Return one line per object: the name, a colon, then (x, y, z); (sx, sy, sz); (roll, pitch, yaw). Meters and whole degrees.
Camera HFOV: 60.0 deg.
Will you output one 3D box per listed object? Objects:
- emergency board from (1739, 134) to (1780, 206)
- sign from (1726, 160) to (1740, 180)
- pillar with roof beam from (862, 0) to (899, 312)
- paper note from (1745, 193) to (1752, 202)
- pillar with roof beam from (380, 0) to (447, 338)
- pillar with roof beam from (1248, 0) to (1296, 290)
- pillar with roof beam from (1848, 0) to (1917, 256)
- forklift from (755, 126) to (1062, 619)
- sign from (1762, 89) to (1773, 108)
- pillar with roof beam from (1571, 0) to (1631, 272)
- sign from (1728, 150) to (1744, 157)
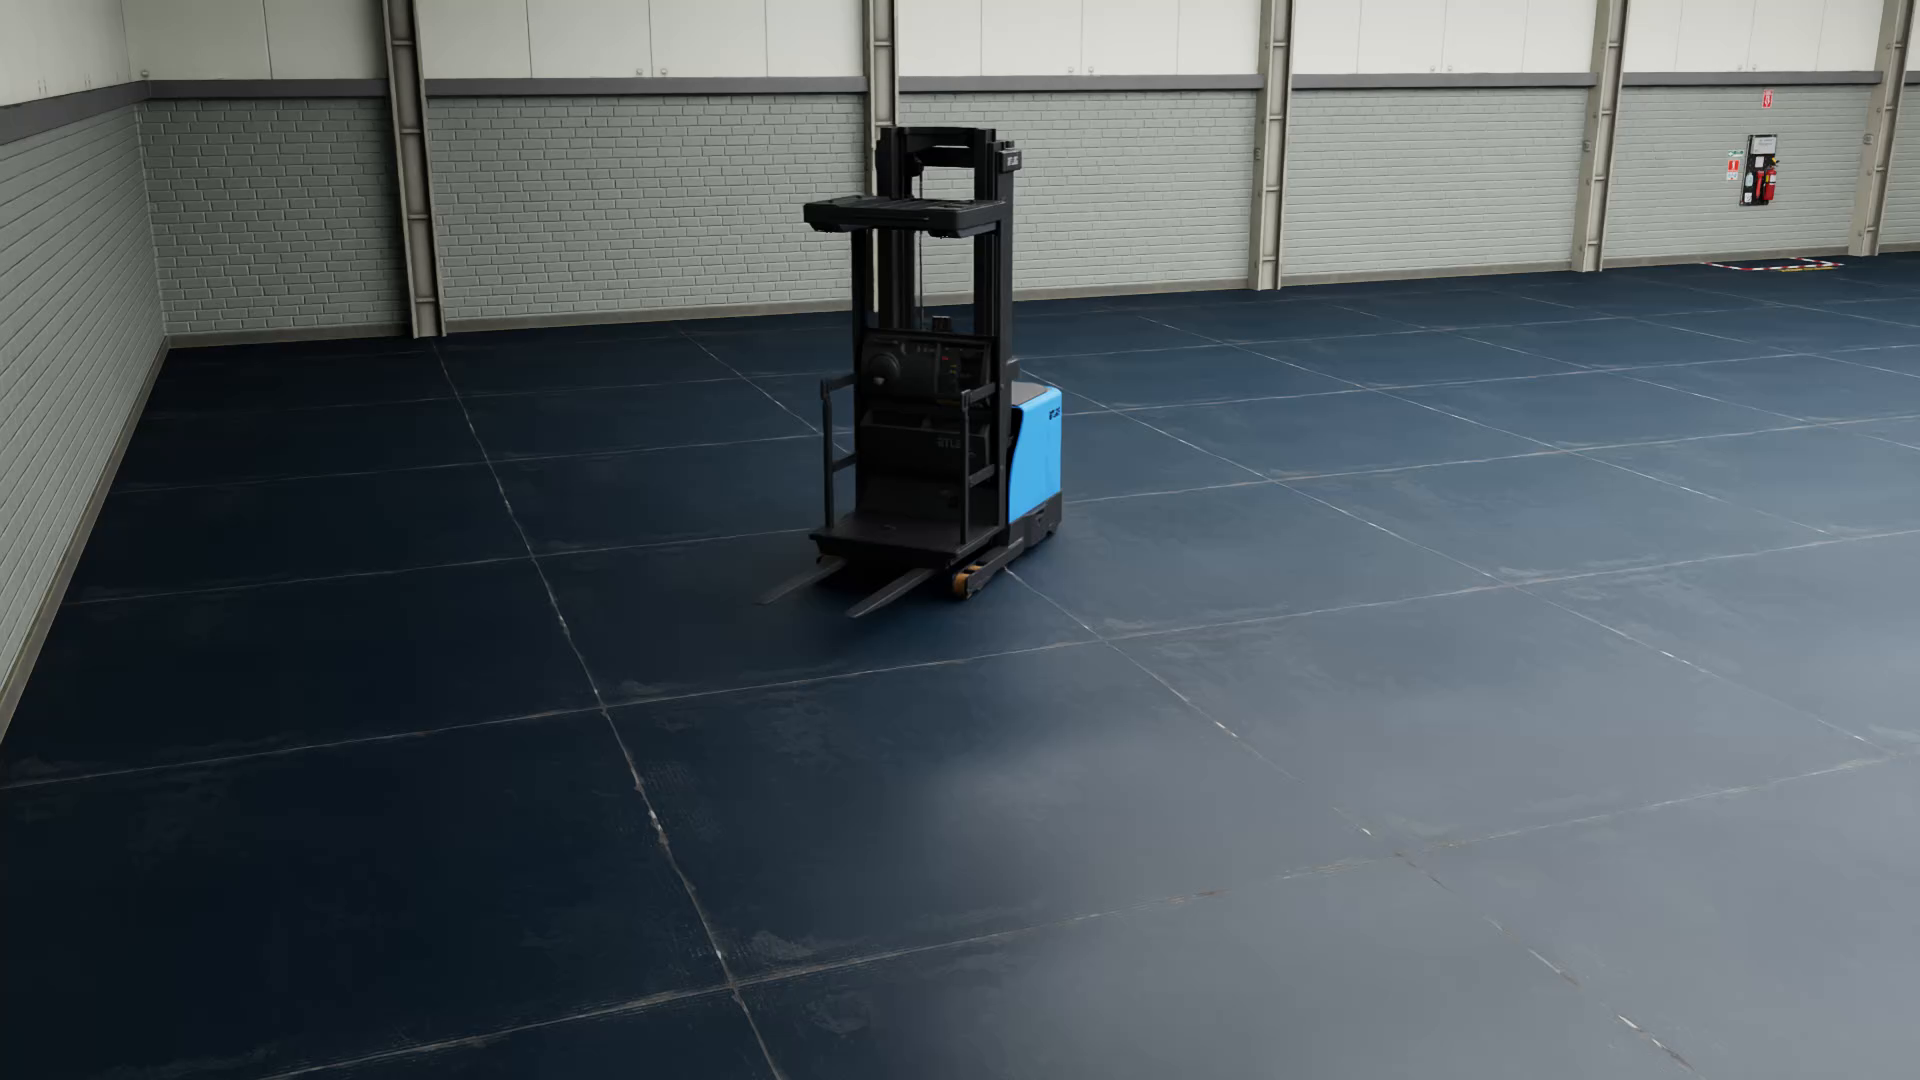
emergency board: (13.441, -6.182, 27.825); (0.643, 1.169, 0.194); (-6, 17, -20)
sign: (12.888, -6.170, 27.723); (0.234, 0.329, 0.001); (-6, 17, -20)
pillar with roof beam: (0.494, -6.352, 17.757); (0.400, 9.000, 9.100); (-6, 17, -20)
paper note: (13.251, -5.759, 27.950); (0.142, 0.148, 0.016); (-6, 17, -20)
pillar with roof beam: (-5.108, -5.747, 15.697); (0.400, 9.000, 9.100); (-6, 17, -20)
pillar with roof beam: (6.097, -6.957, 19.817); (0.400, 9.000, 9.100); (-6, 17, -20)
pillar with roof beam: (17.303, -8.167, 23.937); (0.400, 9.000, 9.100); (-6, 17, -20)
forklift: (-0.314, -1.164, 10.860); (1.130, 2.935, 3.031); (7, 18, 23)
sign: (13.398, -7.319, 27.585); (0.199, 0.298, 0.001); (-6, 17, -20)
pillar with roof beam: (11.700, -7.562, 21.877); (0.400, 9.000, 9.100); (-6, 17, -20)
sign: (12.895, -6.423, 27.642); (0.331, 0.109, 0.001); (-6, 17, -20)
